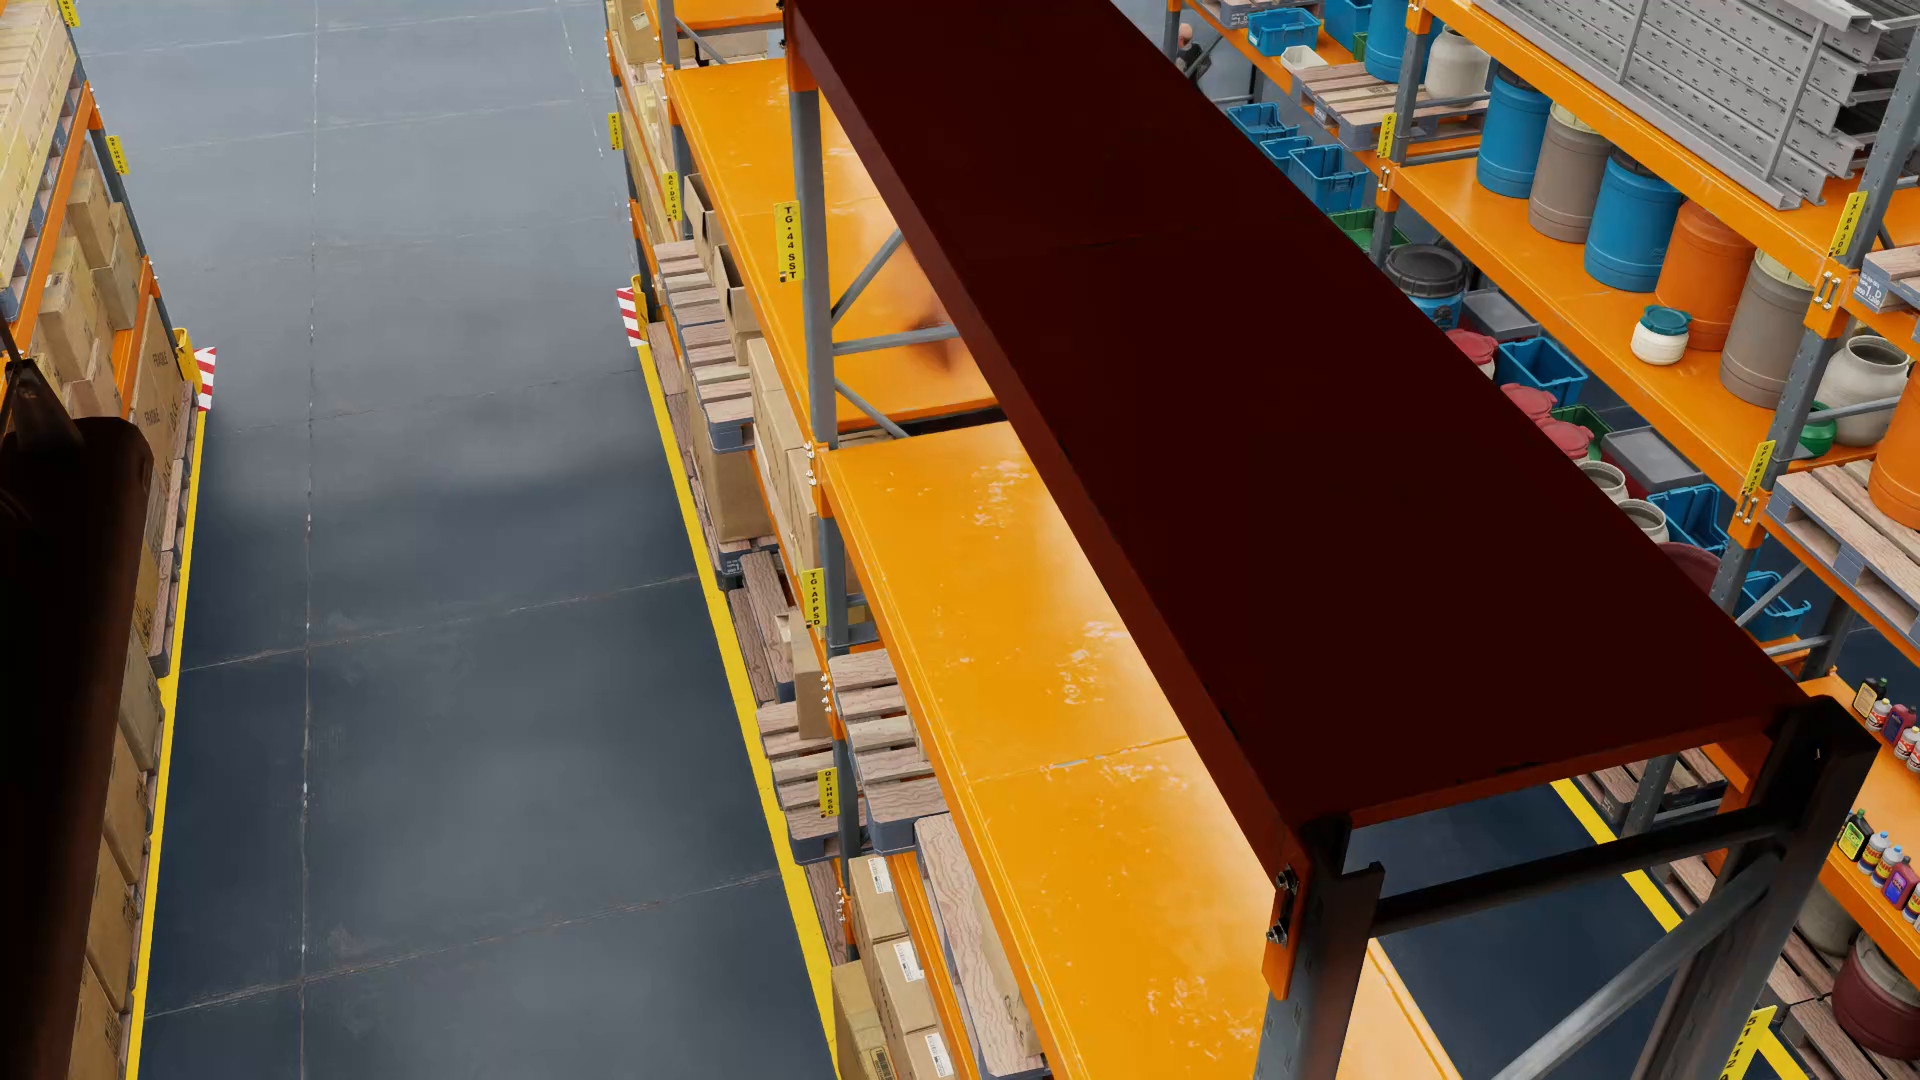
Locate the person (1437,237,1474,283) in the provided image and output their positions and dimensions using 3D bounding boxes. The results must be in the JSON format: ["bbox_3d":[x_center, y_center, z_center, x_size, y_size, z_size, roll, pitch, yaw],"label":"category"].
[{"bbox_3d":[4.603,-2.798,14.956,0.658,1.822,0.734,-9,39,-11],"label":"person"}]

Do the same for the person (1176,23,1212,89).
[{"bbox_3d":[2.308,-4.483,17.159,0.861,1.730,0.687,17,42,21],"label":"person"}]
